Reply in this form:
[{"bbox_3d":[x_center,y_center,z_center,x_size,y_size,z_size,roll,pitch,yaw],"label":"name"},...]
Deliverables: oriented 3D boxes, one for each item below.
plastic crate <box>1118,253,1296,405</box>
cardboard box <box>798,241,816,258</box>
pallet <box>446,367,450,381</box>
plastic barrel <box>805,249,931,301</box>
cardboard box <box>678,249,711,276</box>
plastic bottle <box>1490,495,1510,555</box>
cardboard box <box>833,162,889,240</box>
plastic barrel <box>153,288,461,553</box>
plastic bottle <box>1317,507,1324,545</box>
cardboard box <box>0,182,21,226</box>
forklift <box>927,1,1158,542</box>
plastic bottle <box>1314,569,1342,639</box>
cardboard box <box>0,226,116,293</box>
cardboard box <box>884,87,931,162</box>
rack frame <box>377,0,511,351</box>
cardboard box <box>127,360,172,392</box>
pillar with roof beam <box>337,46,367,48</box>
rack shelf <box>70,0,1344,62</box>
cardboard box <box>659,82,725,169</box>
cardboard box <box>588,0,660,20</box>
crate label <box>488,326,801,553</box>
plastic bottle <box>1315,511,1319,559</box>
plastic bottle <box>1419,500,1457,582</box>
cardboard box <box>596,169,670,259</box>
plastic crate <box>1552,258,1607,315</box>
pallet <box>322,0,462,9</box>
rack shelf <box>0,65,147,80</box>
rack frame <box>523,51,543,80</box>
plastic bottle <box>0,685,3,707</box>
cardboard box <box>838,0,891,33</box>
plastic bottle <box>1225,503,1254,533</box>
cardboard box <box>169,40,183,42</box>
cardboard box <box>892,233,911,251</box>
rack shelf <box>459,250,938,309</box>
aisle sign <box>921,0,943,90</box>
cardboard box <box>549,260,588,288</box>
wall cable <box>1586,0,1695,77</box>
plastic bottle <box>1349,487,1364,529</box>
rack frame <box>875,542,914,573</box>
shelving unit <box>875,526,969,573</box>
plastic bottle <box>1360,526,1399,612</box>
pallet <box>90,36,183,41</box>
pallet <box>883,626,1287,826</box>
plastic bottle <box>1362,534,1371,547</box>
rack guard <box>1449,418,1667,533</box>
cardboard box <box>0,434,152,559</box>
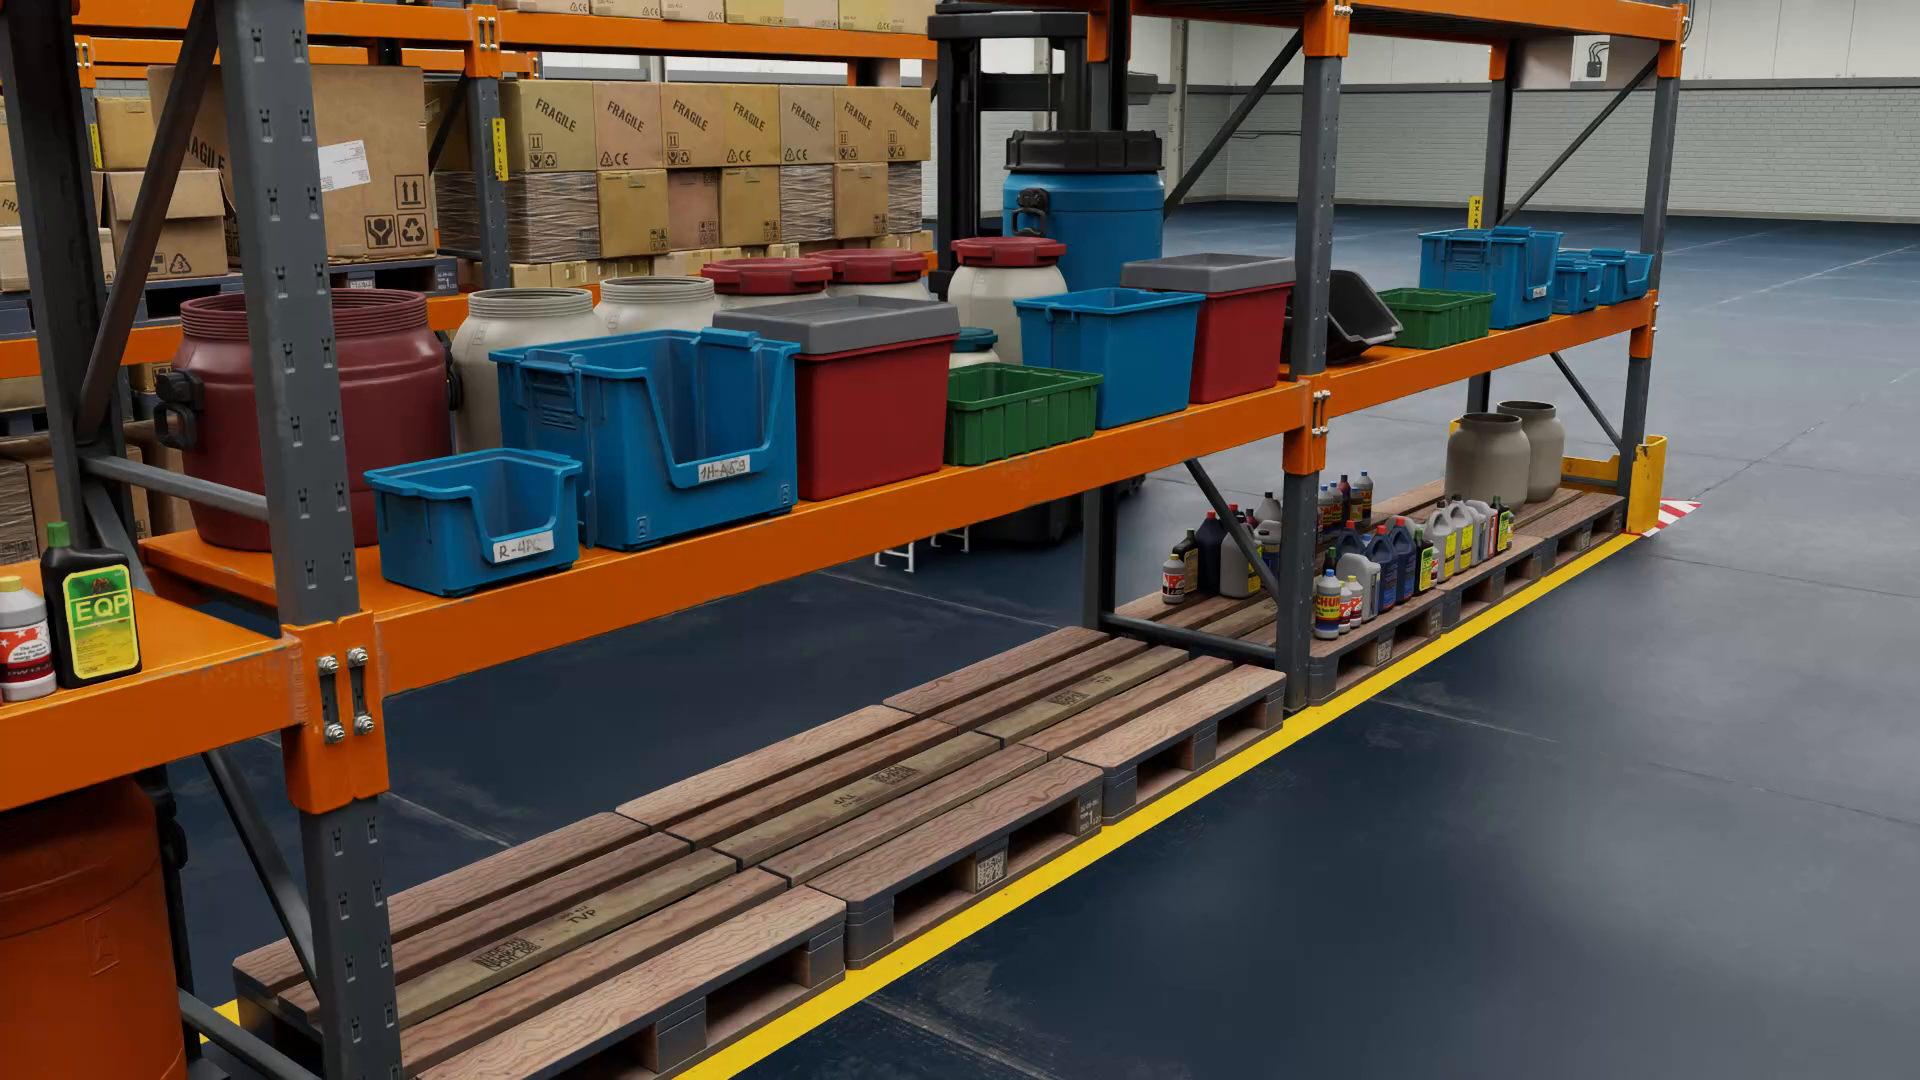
[{"bbox_3d":[0.872,-0.754,5.869,0.402,0.464,0.583,11,18,38],"label":"plastic crate"},{"bbox_3d":[-1.192,-1.945,11.199,0.380,0.149,0.250,11,18,38],"label":"cardboard box"},{"bbox_3d":[-4.636,-1.666,15.251,1.003,0.211,1.213,11,18,38],"label":"pallet"},{"bbox_3d":[-0.295,-0.639,5.271,0.433,0.535,0.433,0,14,0],"label":"plastic barrel"},{"bbox_3d":[-1.779,-1.746,10.412,0.380,0.149,0.250,11,18,38],"label":"cardboard box"},{"bbox_3d":[2.580,-0.081,7.973,0.061,0.283,0.133,12,18,39],"label":"plastic bottle"},{"bbox_3d":[-0.988,-2.373,11.564,0.875,0.500,0.500,11,18,38],"label":"cardboard box"},{"bbox_3d":[-1.520,-0.299,3.930,0.600,0.536,0.708,11,18,38],"label":"plastic barrel"},{"bbox_3d":[1.730,-0.083,8.148,0.097,0.201,0.097,0,14,0],"label":"plastic bottle"},{"bbox_3d":[-6.829,-2.324,11.974,0.500,0.500,0.500,11,18,37],"label":"cardboard box"},{"bbox_3d":[0.520,-1.727,9.969,1.130,2.935,3.031,6,15,21],"label":"forklift"},{"bbox_3d":[1.479,0.253,6.683,0.097,0.271,0.097,0,14,0],"label":"plastic bottle"},{"bbox_3d":[-4.196,-1.280,7.520,0.500,0.250,0.500,11,18,36],"label":"cardboard box"},{"bbox_3d":[-0.554,-2.929,11.723,0.500,0.500,0.500,11,18,38],"label":"cardboard box"},{"bbox_3d":[-2.914,-1.630,9.445,1.000,3.000,0.127,11,18,38],"label":"rack frame"},{"bbox_3d":[-6.259,-1.700,13.184,0.875,0.875,0.875,12,18,38],"label":"cardboard box"},{"bbox_3d":[-5.990,-8.093,22.704,9.100,9.000,0.400,11,18,38],"label":"pillar with roof beam"},{"bbox_3d":[-0.319,-1.585,4.640,1.077,0.370,4.000,11,18,38],"label":"rack shelf"},{"bbox_3d":[-1.806,-2.545,10.212,0.500,0.500,0.500,11,18,38],"label":"cardboard box"},{"bbox_3d":[-2.104,-3.159,9.679,0.500,0.250,0.500,11,18,37],"label":"cardboard box"},{"bbox_3d":[-0.741,-0.263,3.992,0.502,0.435,0.616,11,18,38],"label":"crate label"},{"bbox_3d":[1.631,-0.040,7.813,0.061,0.283,0.133,11,18,38],"label":"plastic bottle"},{"bbox_3d":[2.154,0.000,7.519,0.144,0.351,0.185,11,18,37],"label":"plastic bottle"},{"bbox_3d":[-2.242,-1.989,10.053,0.875,0.500,0.500,11,18,38],"label":"cardboard box"},{"bbox_3d":[2.958,-1.291,8.416,0.499,0.251,0.408,11,18,38],"label":"plastic crate"},{"bbox_3d":[-3.385,-2.891,8.698,1.213,0.211,1.003,11,18,38],"label":"pallet"},{"bbox_3d":[-9.365,-4.651,16.709,1.077,0.370,4.000,11,18,38],"label":"rack shelf"},{"bbox_3d":[-4.195,-3.182,15.558,1.000,3.000,0.127,11,18,38],"label":"rack frame"},{"bbox_3d":[-1.643,0.147,2.688,0.061,0.283,0.133,11,18,38],"label":"plastic bottle"},{"bbox_3d":[-0.817,-3.549,11.213,0.500,0.250,0.500,11,18,38],"label":"cardboard box"},{"bbox_3d":[1.239,0.003,7.506,0.144,0.351,0.185,10,17,35],"label":"plastic bottle"},{"bbox_3d":[-8.220,-5.315,17.560,0.500,0.250,0.500,11,18,37],"label":"cardboard box"},{"bbox_3d":[-0.576,-2.139,11.963,0.380,0.149,0.250,11,18,38],"label":"cardboard box"},{"bbox_3d":[-1.657,-1.664,11.041,1.077,0.370,4.000,11,18,38],"label":"rack shelf"},{"bbox_3d":[-0.128,-3.621,12.004,0.394,0.787,0.004,11,18,38],"label":"aisle sign"},{"bbox_3d":[-2.378,-1.548,9.635,0.380,0.149,0.250,11,18,38],"label":"cardboard box"},{"bbox_3d":[16.000,-13.891,38.621,2.305,6.003,0.169,11,18,38],"label":"wall cable"},{"bbox_3d":[2.005,-0.167,8.479,0.097,0.201,0.097,0,14,0],"label":"plastic bottle"},{"bbox_3d":[-0.336,-0.433,8.391,0.240,1.200,0.015,10,17,34],"label":"rack frame"},{"bbox_3d":[-0.196,-0.482,8.584,0.258,1.200,0.503,10,17,34],"label":"shelving unit"},{"bbox_3d":[1.768,0.117,7.056,0.144,0.351,0.185,12,18,39],"label":"plastic bottle"},{"bbox_3d":[-6.186,-3.982,12.795,1.003,0.211,1.213,11,18,38],"label":"pallet"},{"bbox_3d":[0.475,0.645,6.156,1.003,0.211,1.213,11,18,38],"label":"pallet"},{"bbox_3d":[1.766,0.109,7.248,0.097,0.271,0.097,0,14,0],"label":"plastic bottle"},{"bbox_3d":[3.441,-0.396,9.665,1.175,0.500,0.348,11,18,38],"label":"rack guard"},{"bbox_3d":[-4.333,-0.214,8.058,0.700,0.500,0.500,13,19,42],"label":"cardboard box"}]
